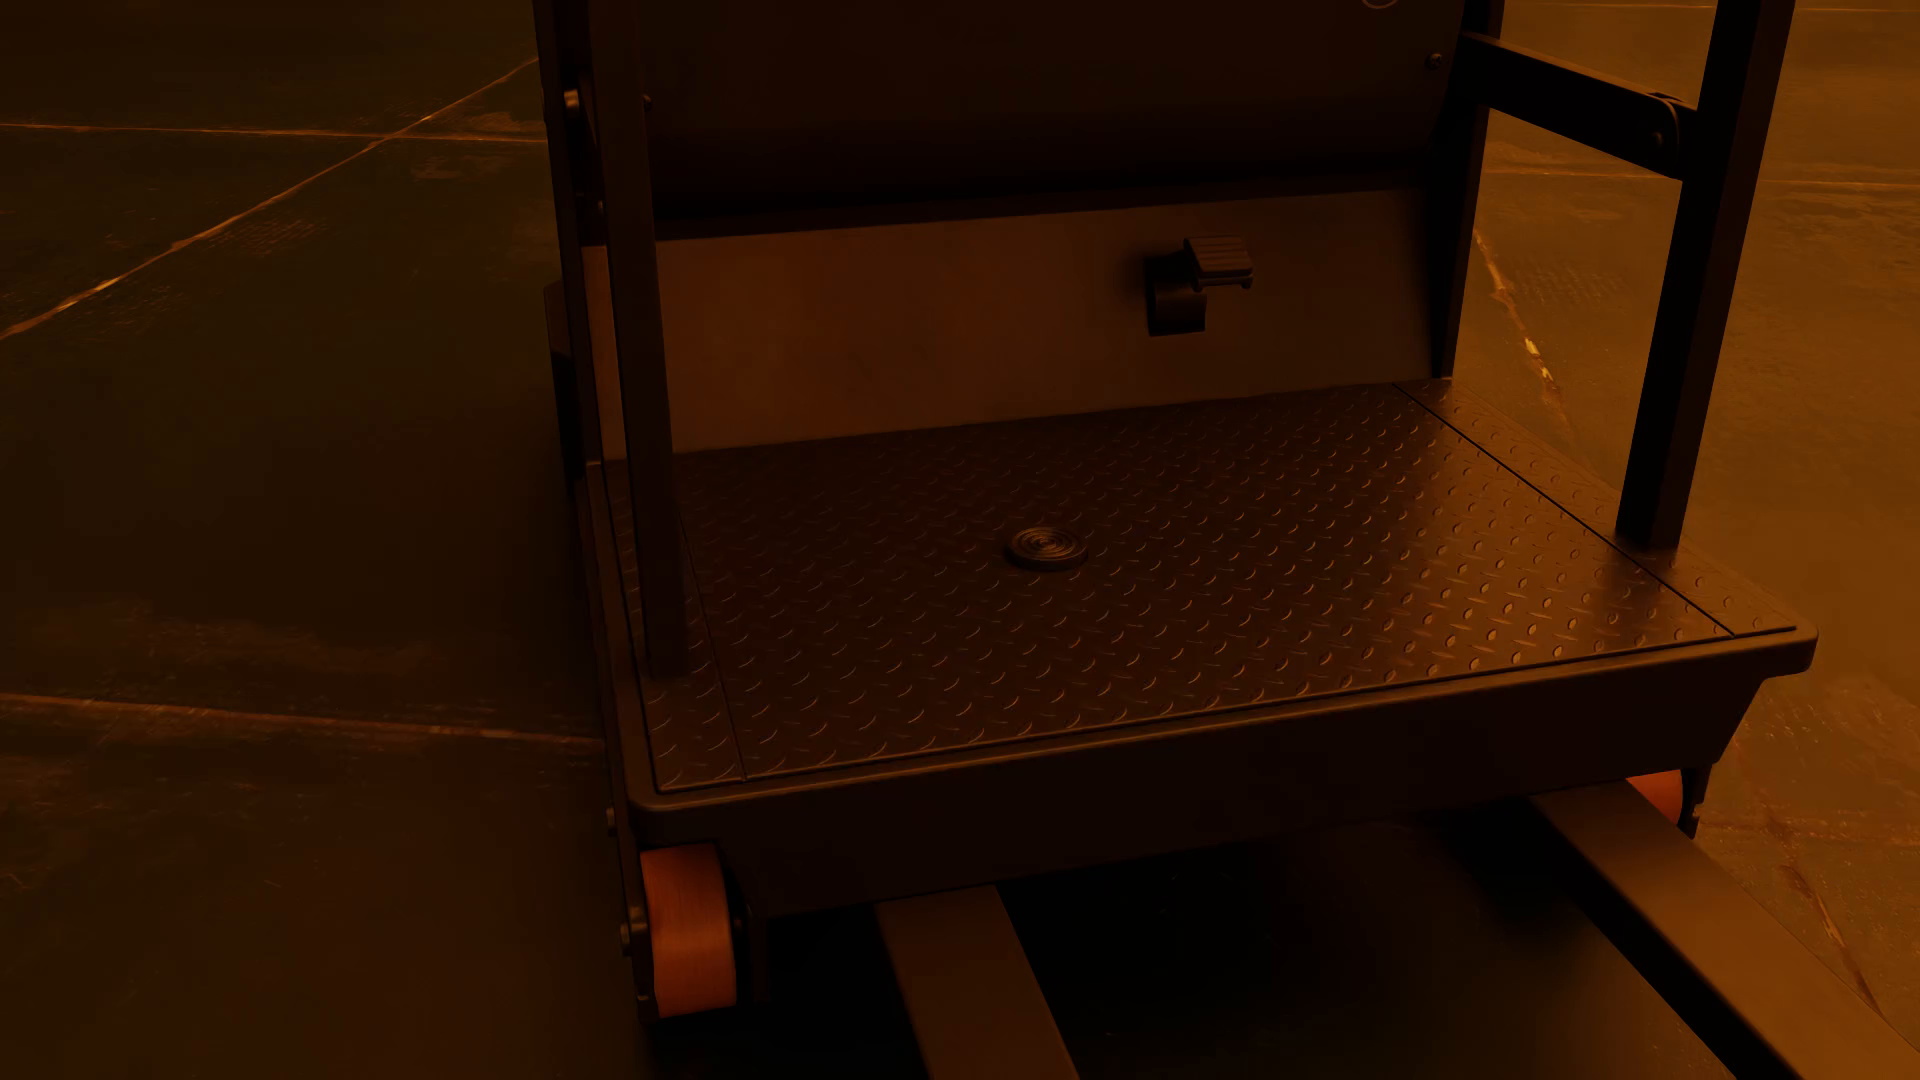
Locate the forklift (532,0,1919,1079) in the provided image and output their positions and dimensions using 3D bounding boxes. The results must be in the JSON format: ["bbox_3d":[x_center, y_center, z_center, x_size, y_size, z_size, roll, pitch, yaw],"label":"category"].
[{"bbox_3d":[0.153,-1.049,1.319,1.130,2.935,3.031,-7,27,-13],"label":"forklift"}]
